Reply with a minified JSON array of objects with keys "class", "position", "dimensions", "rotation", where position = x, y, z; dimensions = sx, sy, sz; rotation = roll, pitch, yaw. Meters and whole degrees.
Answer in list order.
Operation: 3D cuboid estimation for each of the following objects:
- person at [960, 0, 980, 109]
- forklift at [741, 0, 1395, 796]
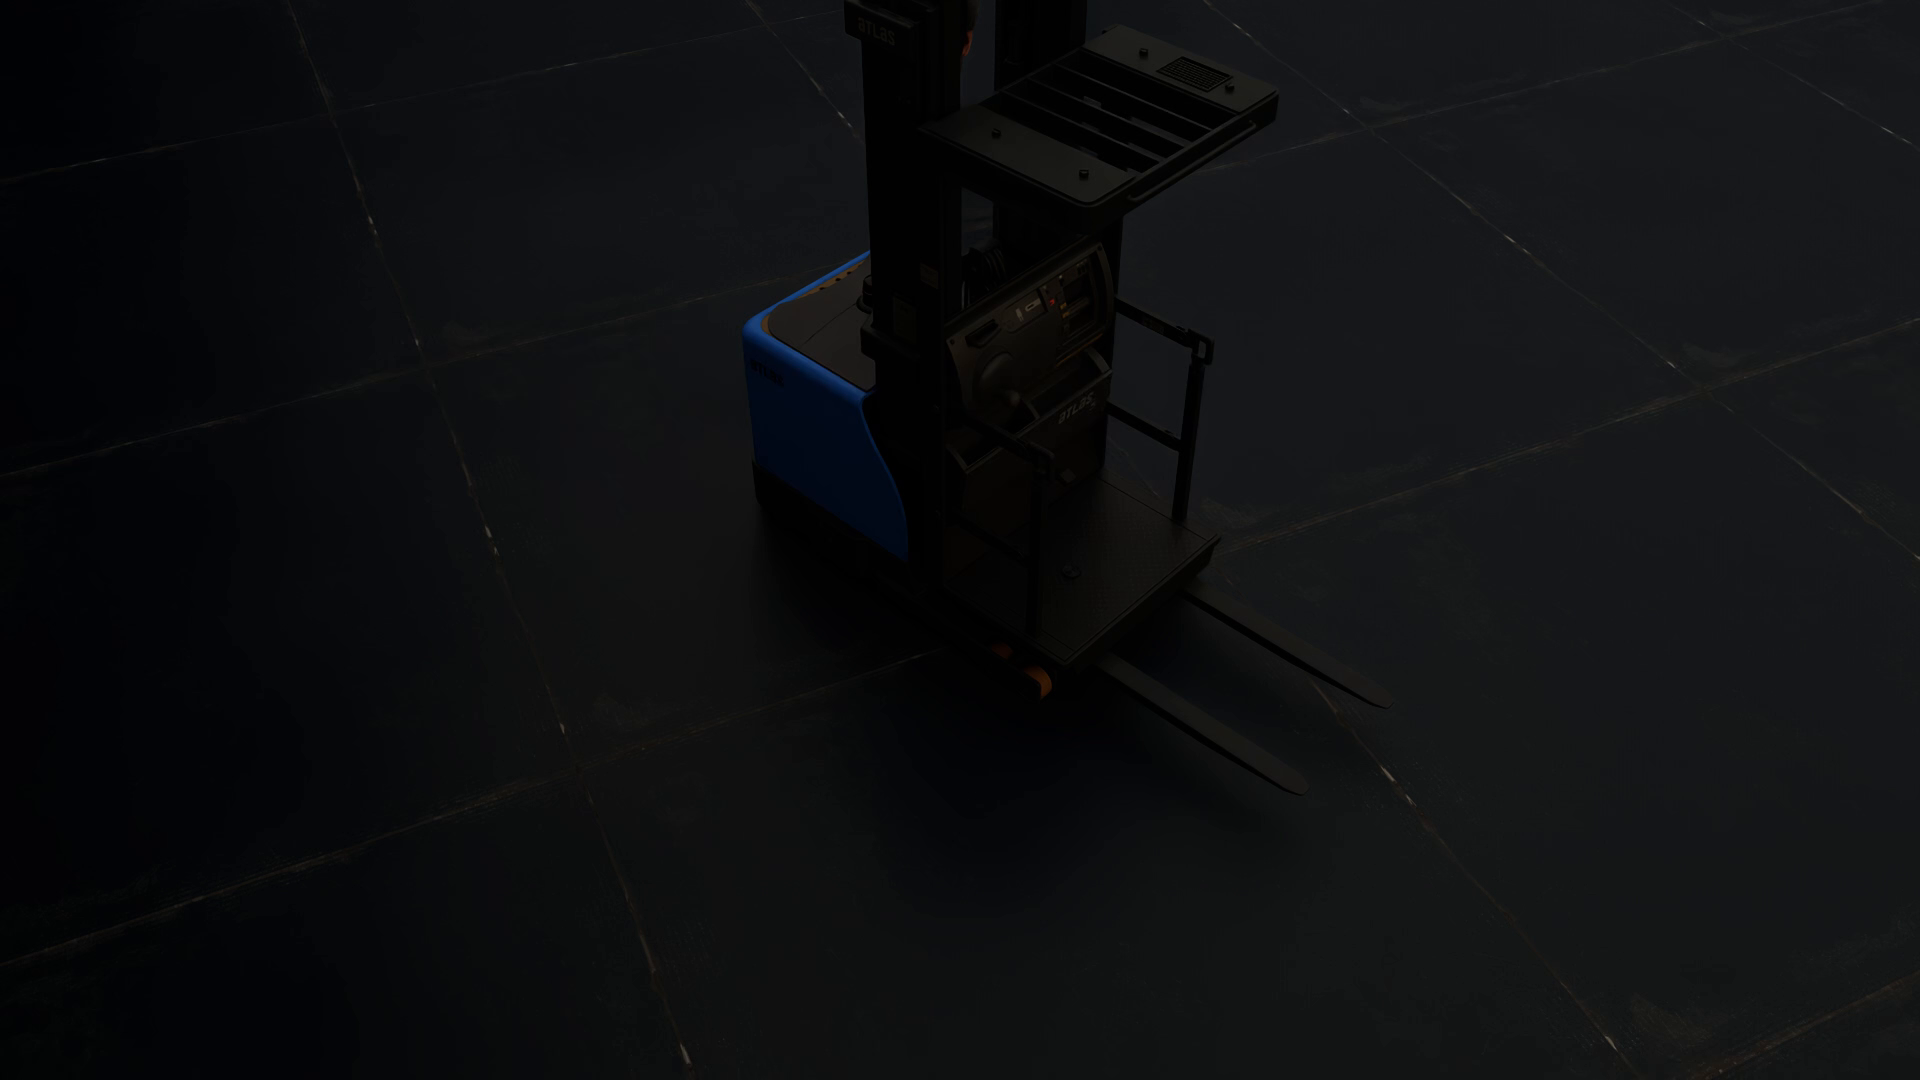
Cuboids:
[{"class":"person","position":[-0.216,-2.853,9.613],"dimensions":[0.634,1.722,0.566],"rotation":[-18,46,-18]},{"class":"forklift","position":[0.445,-0.788,6.525],"dimensions":[3.031,2.935,1.130],"rotation":[32,52,30]}]
